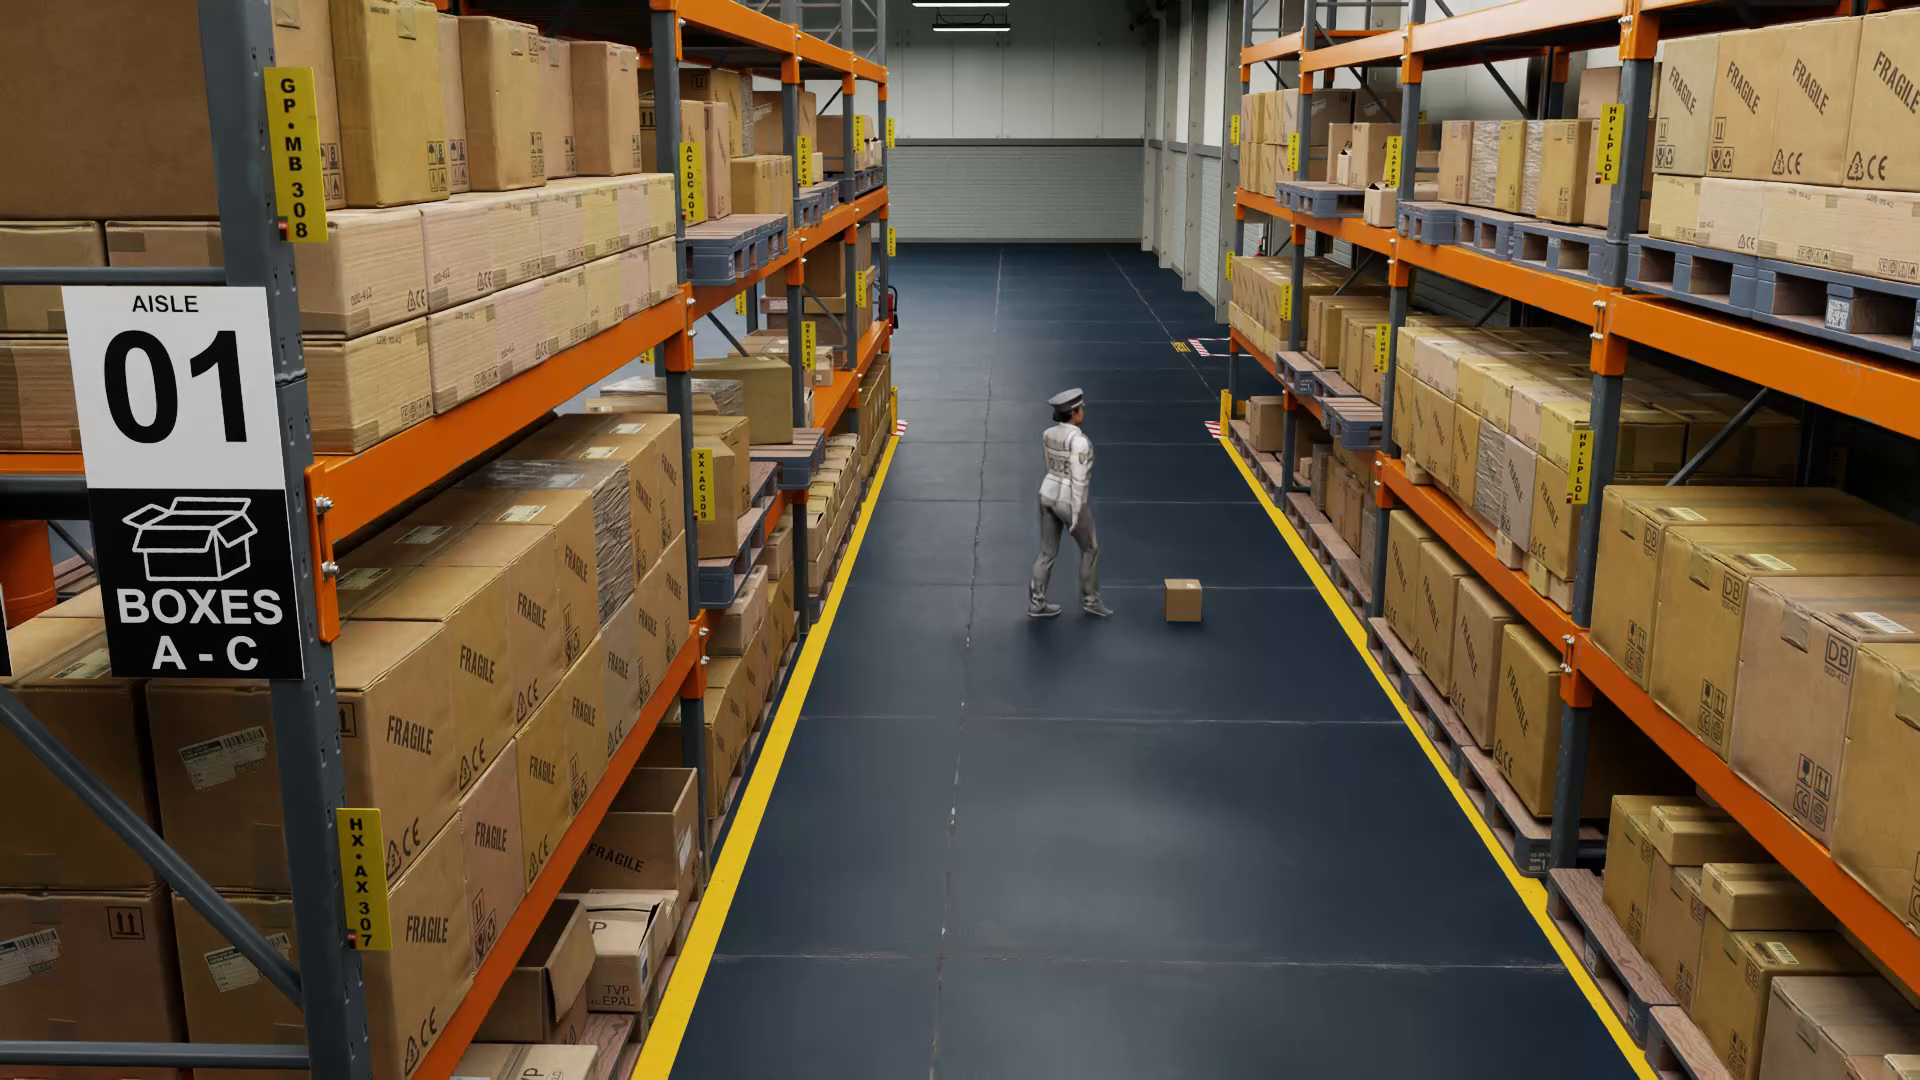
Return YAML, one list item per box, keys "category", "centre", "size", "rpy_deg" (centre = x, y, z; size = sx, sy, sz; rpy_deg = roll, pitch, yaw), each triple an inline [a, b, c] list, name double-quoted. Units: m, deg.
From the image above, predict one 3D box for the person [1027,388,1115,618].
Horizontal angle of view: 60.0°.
- category: "person"
  centre: [0.808, -0.242, 11.968]
  size: [0.661, 1.721, 0.516]
  rpy_deg: [-10, 17, -35]
